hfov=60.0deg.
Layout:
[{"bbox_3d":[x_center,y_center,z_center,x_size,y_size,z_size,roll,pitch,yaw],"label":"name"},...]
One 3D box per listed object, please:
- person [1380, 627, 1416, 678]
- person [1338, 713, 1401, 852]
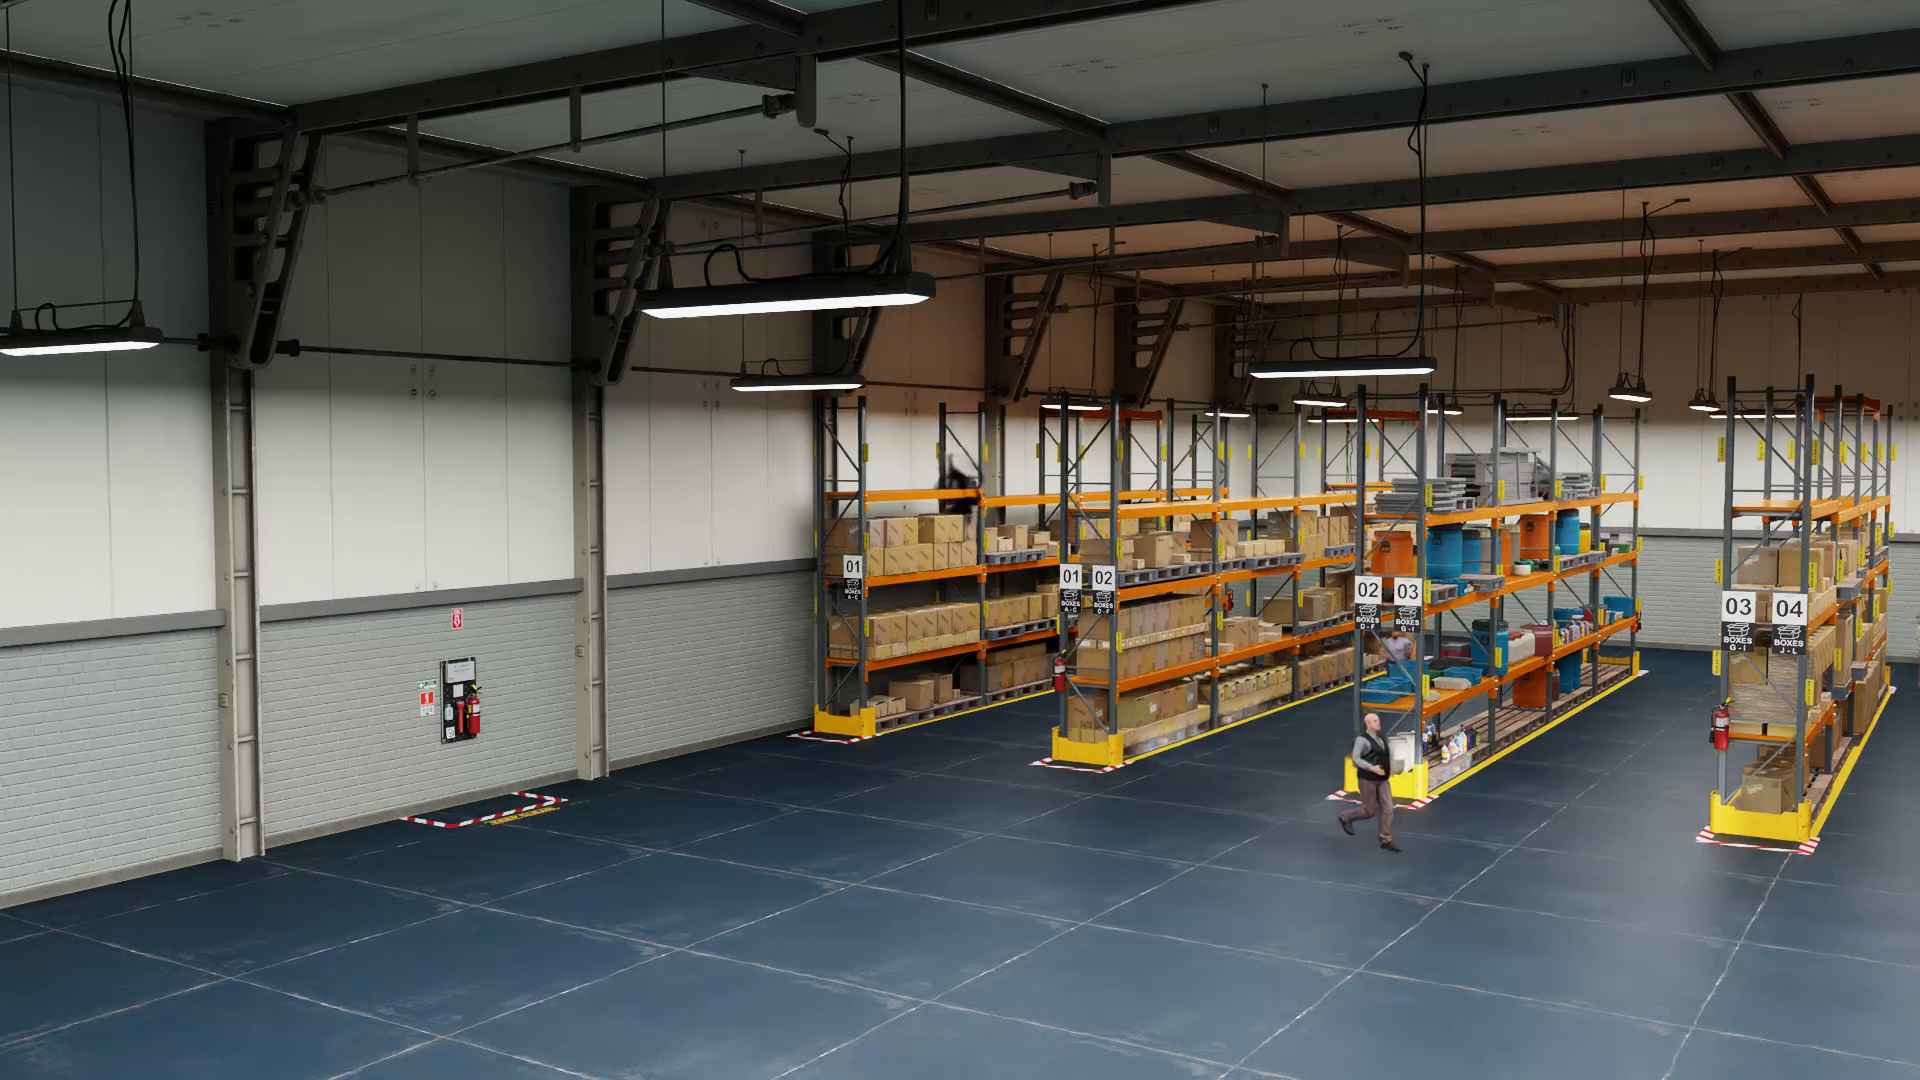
[{"bbox_3d":[8.503,2.488,32.439,0.661,1.607,0.570,2,3,30],"label":"person"},{"bbox_3d":[5.207,3.042,21.049,0.672,1.709,0.900,-2,4,-36],"label":"person"}]
